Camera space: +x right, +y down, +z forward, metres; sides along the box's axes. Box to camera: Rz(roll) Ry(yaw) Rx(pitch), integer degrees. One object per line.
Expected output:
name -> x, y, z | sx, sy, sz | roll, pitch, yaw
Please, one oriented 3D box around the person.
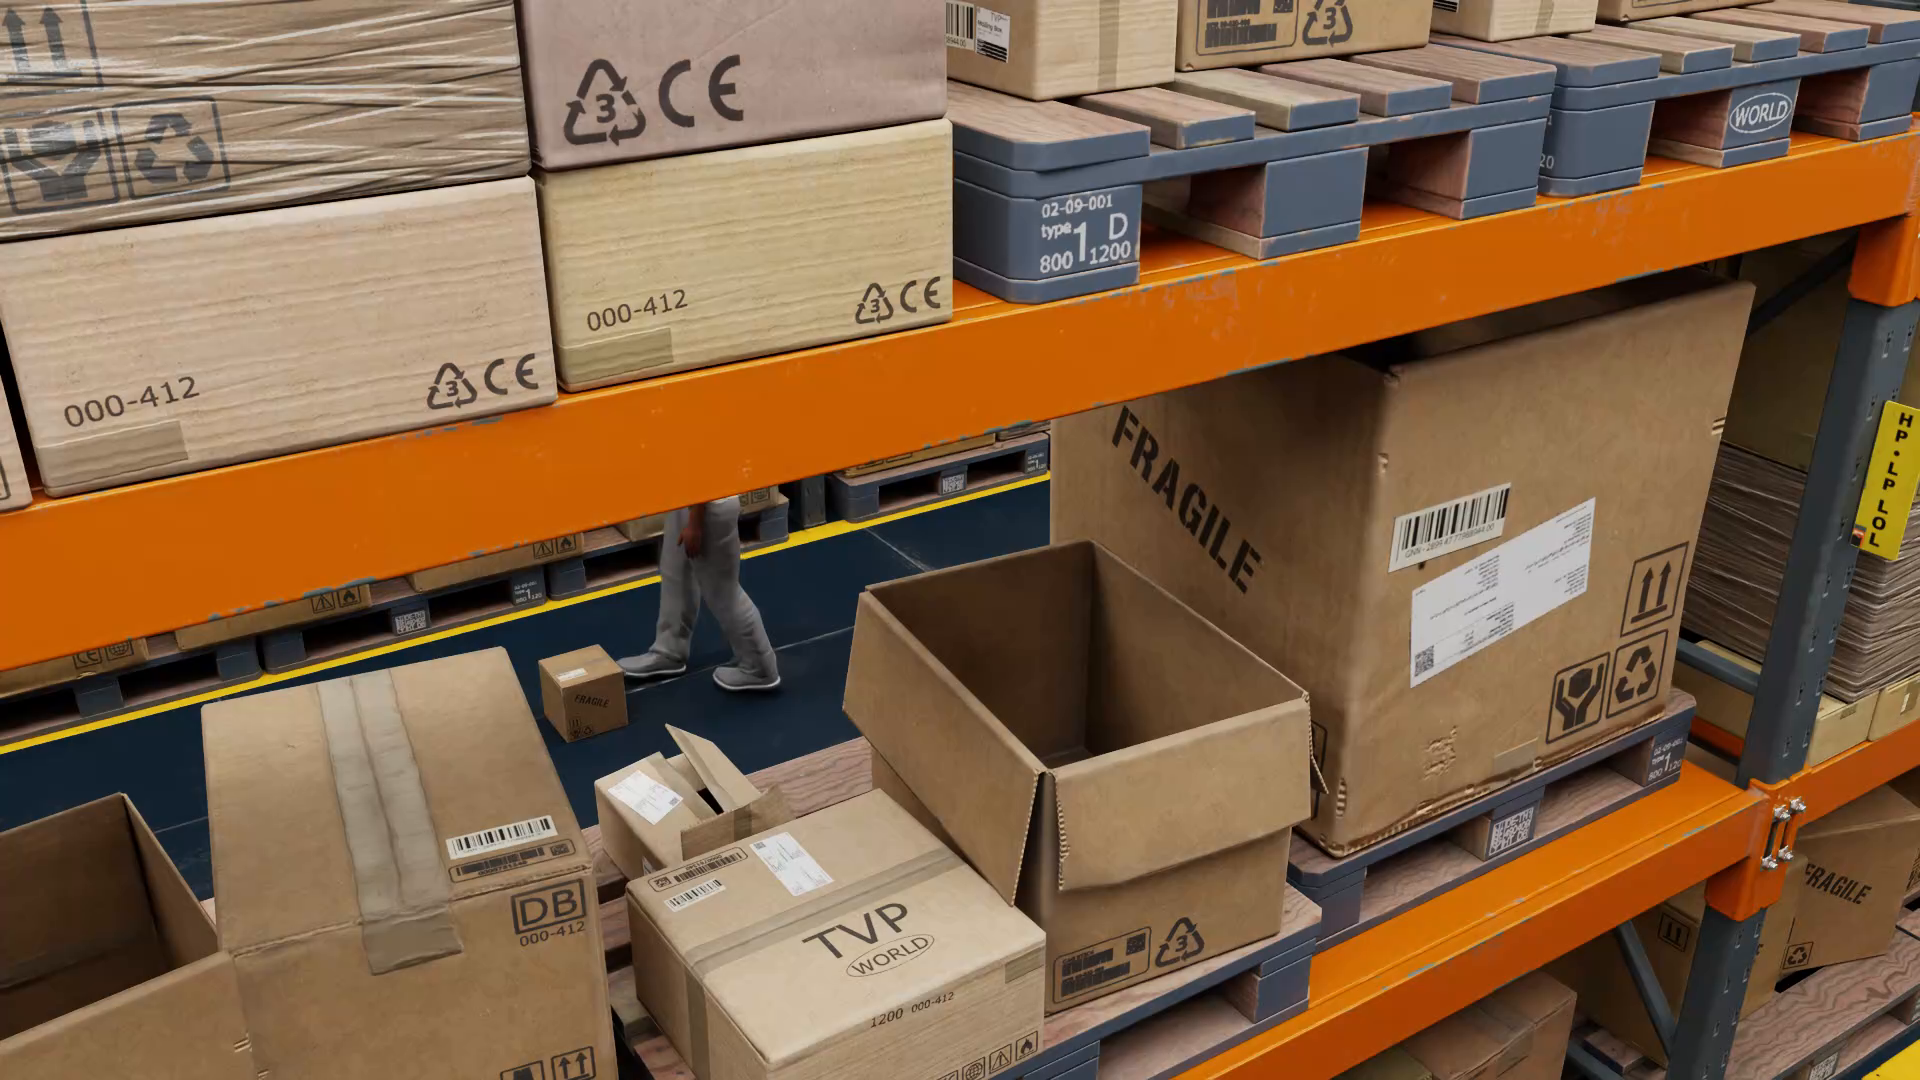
person -> -1.069, -0.154, 6.422 | 0.676, 1.656, 0.459 | -2, 25, -5
